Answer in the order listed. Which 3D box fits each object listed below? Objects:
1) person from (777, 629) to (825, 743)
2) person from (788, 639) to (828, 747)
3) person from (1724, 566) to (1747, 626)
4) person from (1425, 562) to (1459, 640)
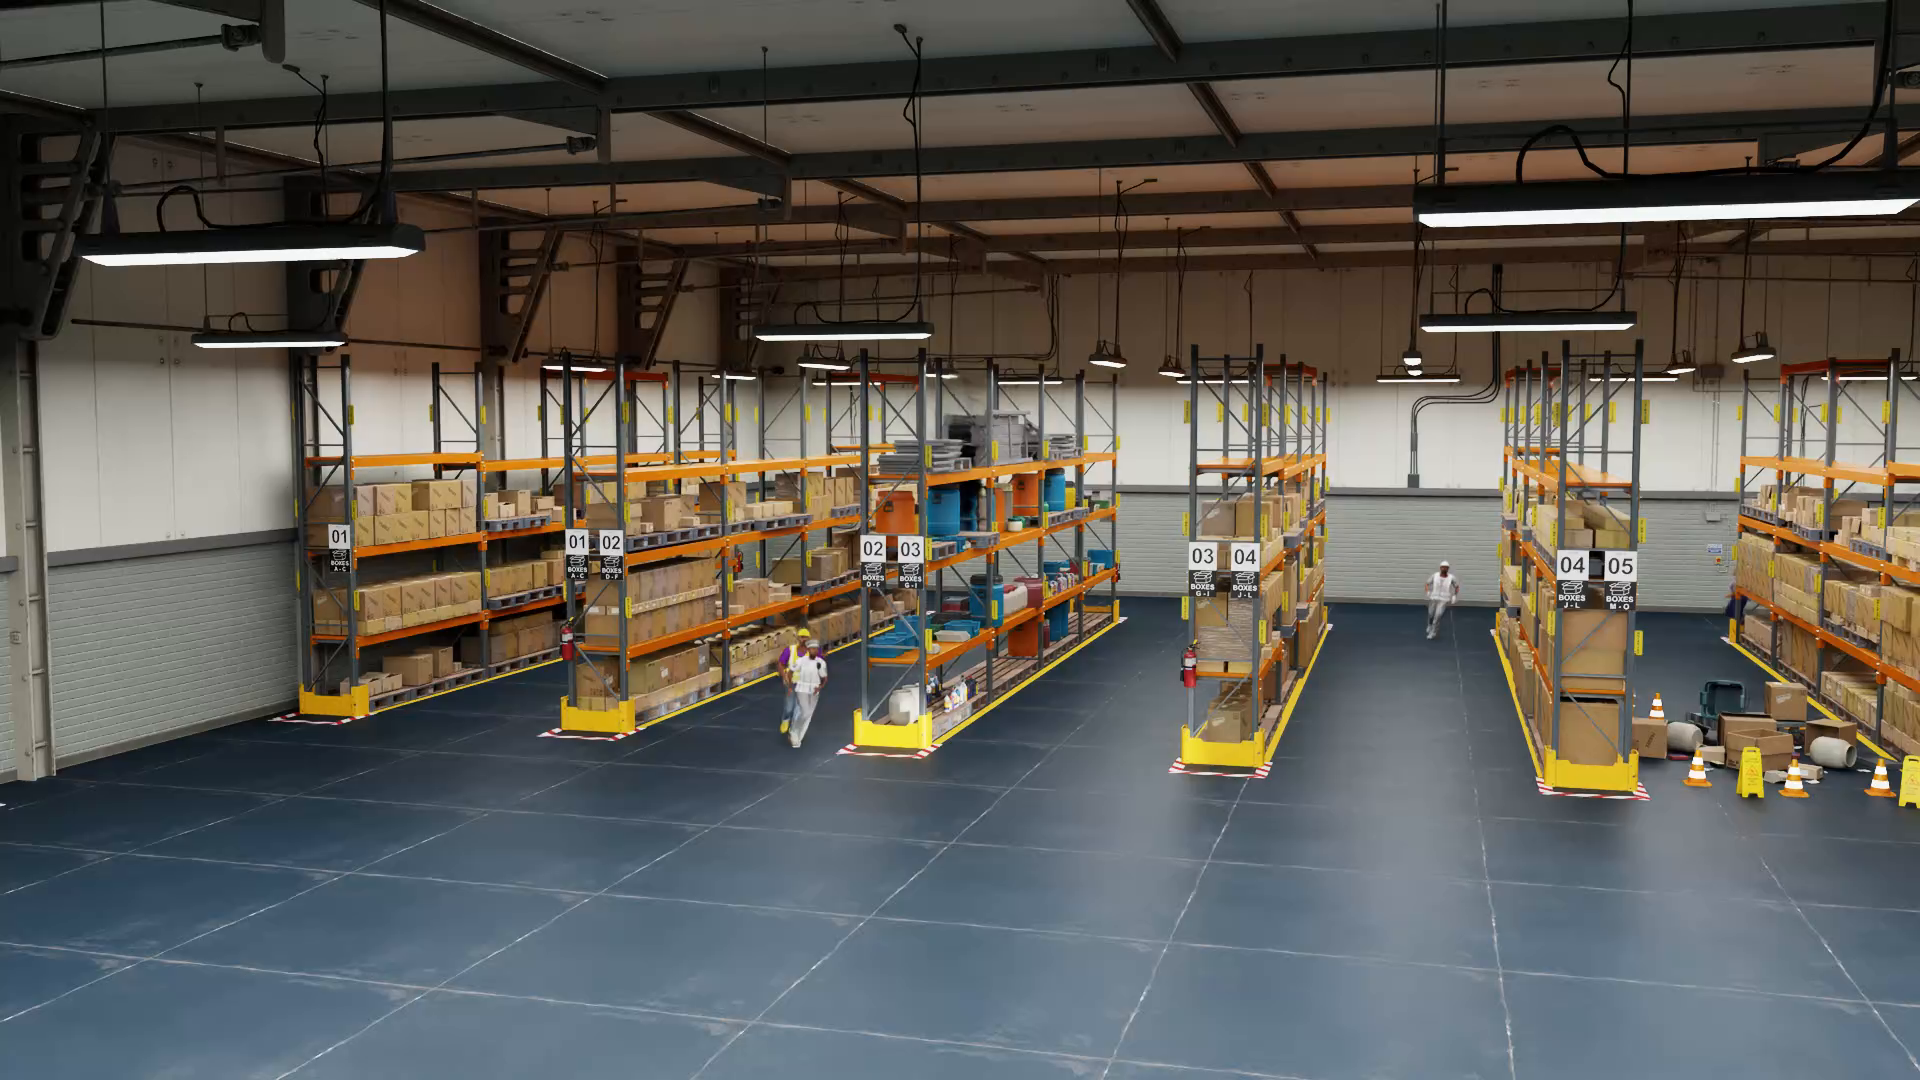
[{"bbox_3d":[-2.444,2.221,25.689,0.751,1.722,0.725,0,4,-4],"label":"person"},{"bbox_3d":[-2.264,2.308,24.977,0.592,1.628,0.570,-1,5,-18],"label":"person"},{"bbox_3d":[17.708,1.370,37.902,0.524,1.582,0.676,2,5,30],"label":"person"},{"bbox_3d":[10.779,1.344,37.254,0.742,1.730,0.854,2,5,22],"label":"person"}]
